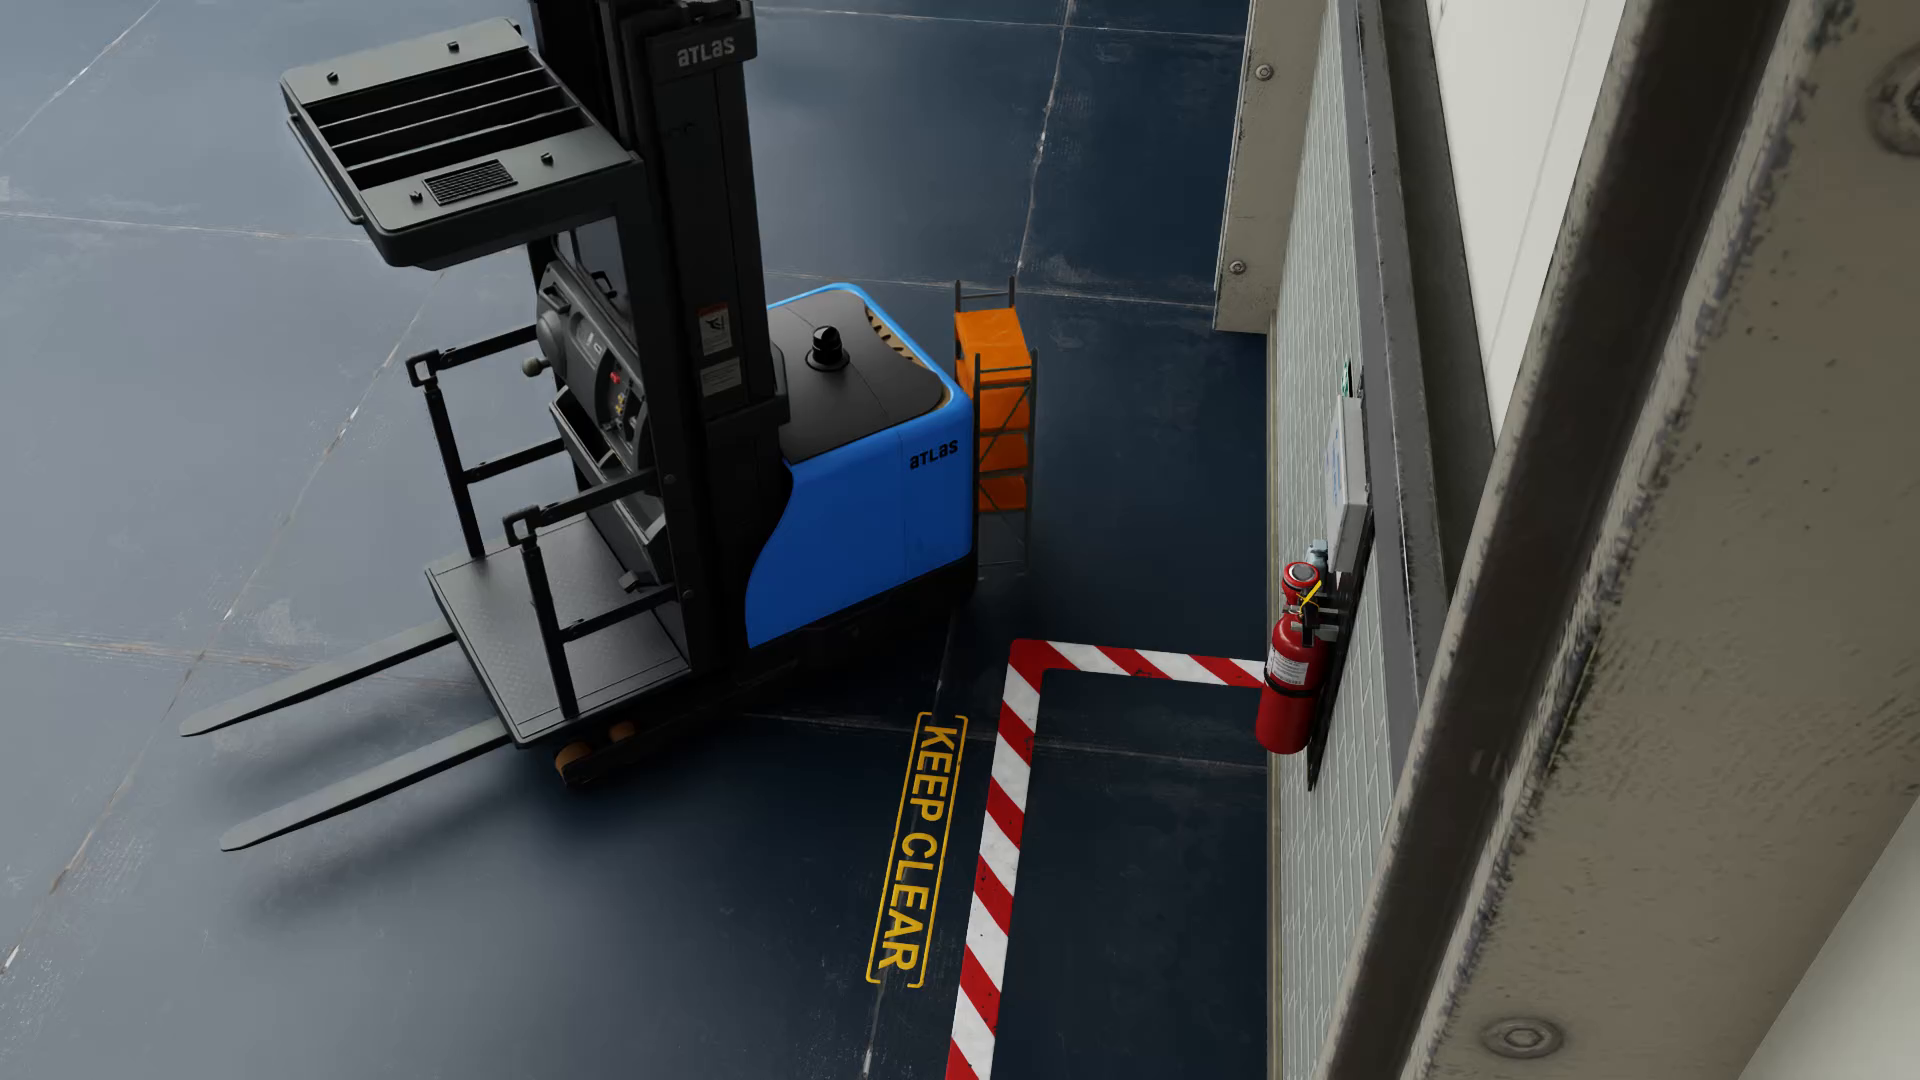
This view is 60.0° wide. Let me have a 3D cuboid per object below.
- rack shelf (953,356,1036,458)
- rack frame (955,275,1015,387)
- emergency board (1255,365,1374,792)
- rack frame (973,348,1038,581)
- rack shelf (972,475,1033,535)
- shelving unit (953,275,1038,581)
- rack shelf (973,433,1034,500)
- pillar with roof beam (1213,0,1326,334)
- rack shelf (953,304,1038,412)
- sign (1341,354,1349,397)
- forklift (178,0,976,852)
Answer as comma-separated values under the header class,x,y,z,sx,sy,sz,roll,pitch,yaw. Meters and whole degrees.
class,x,y,z,sx,sy,sz,roll,pitch,yaw
rack shelf,0.137,-0.555,6.758,0.258,0.148,0.480,-6,44,-6
rack frame,0.099,-0.607,7.040,0.240,1.200,0.015,-6,44,-6
emergency board,1.026,0.135,4.948,0.194,1.169,0.643,5,44,6
rack frame,0.174,-0.275,6.690,0.240,1.200,0.015,-6,44,-6
rack shelf,0.137,-0.248,7.048,0.258,0.148,0.480,-6,44,-6
shelving unit,0.137,-0.441,6.865,0.258,1.200,0.503,-6,44,-6
rack shelf,0.137,-0.392,6.912,0.258,0.148,0.480,-6,44,-6
pillar with roof beam,-2.812,-4.843,5.842,9.100,9.000,0.400,5,44,6
rack shelf,0.137,-0.726,6.595,0.258,0.148,0.480,-6,44,-6
sign,1.192,-0.435,5.139,0.001,0.109,0.331,5,44,6
forklift,-1.459,-0.557,5.728,3.031,2.935,1.130,-23,48,-22
